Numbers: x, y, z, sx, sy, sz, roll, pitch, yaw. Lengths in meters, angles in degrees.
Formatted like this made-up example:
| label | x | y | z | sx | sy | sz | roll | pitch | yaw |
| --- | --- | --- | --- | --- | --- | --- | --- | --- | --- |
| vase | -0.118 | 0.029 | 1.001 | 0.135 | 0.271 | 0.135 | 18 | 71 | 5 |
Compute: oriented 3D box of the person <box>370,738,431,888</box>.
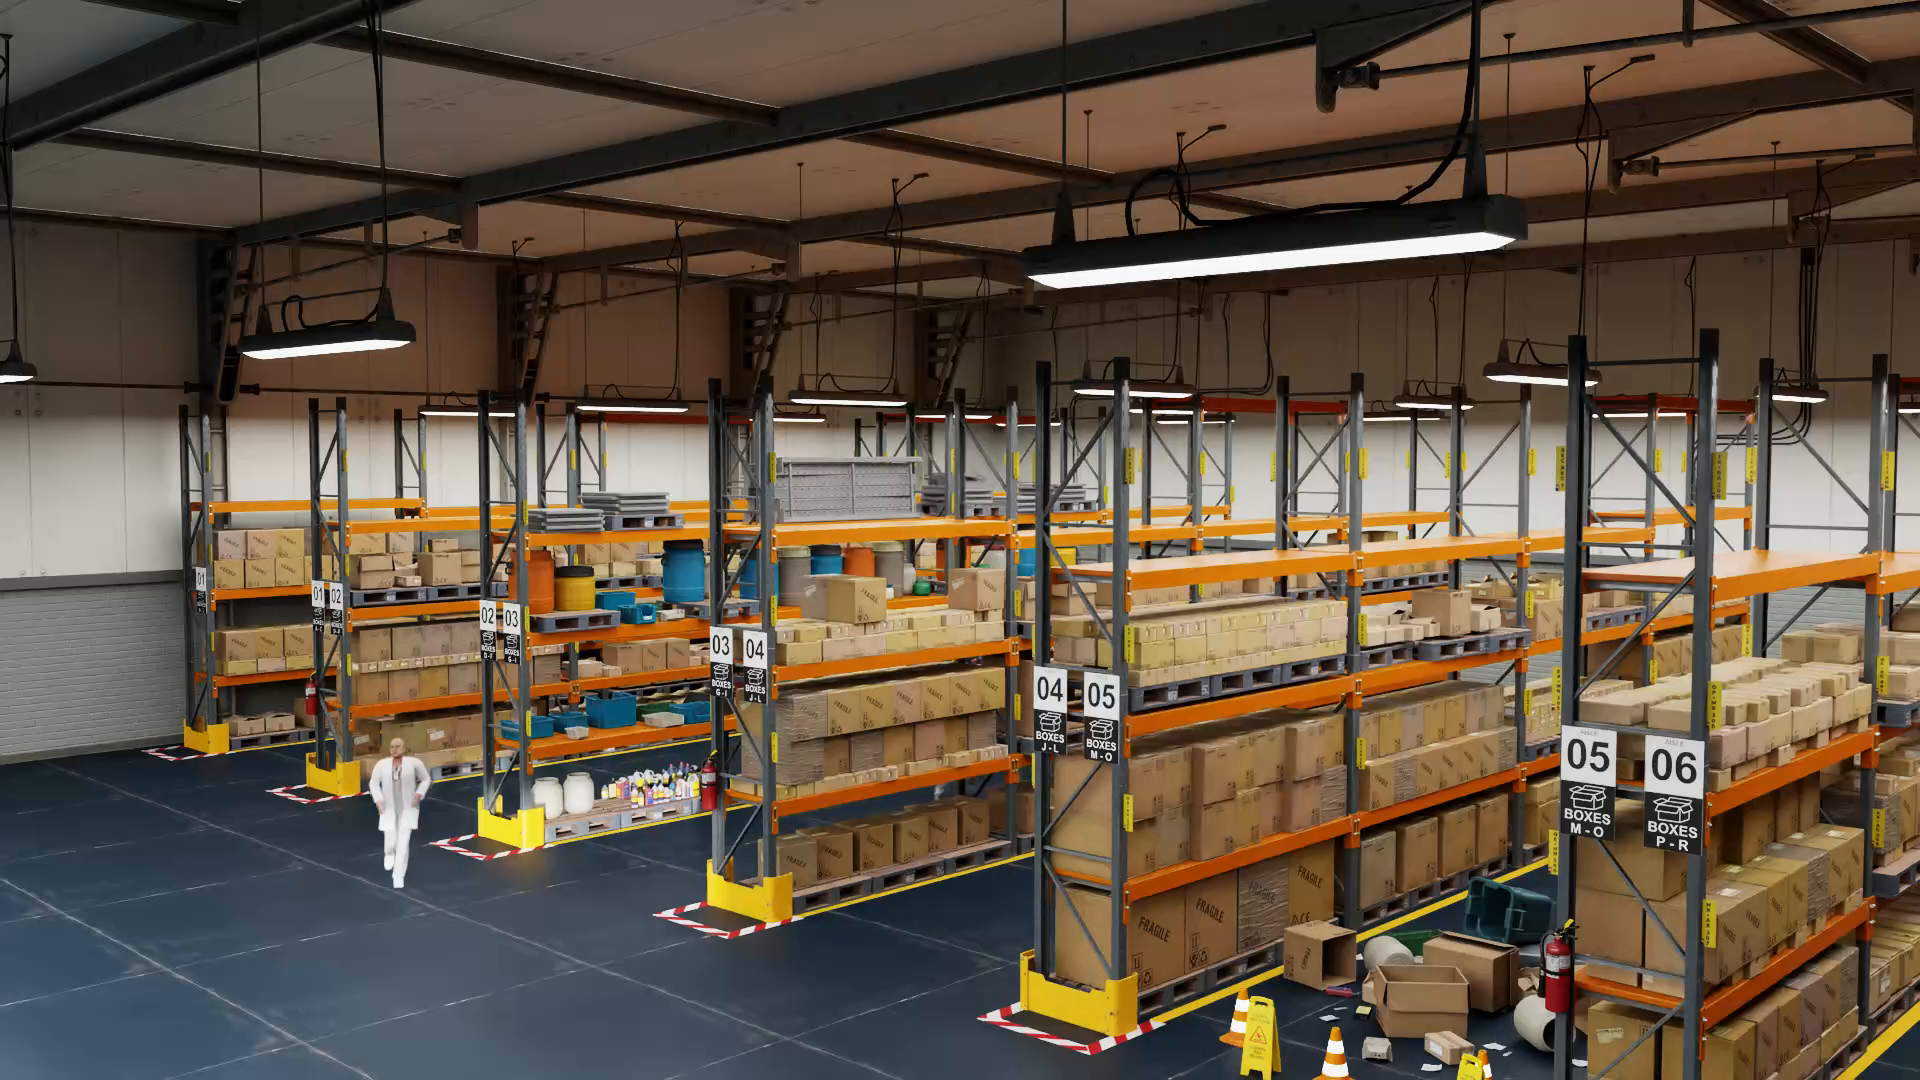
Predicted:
| label | x | y | z | sx | sy | sz | roll | pitch | yaw |
| --- | --- | --- | --- | --- | --- | --- | --- | --- | --- |
| person | -6.735 | 3.246 | 20.030 | 0.712 | 1.759 | 0.735 | -1 | 3 | -12 |

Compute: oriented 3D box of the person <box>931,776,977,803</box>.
| label | x | y | z | sx | sy | sz | roll | pitch | yaw |
| --- | --- | --- | --- | --- | --- | --- | --- | --- | --- |
| person | -0.070 | 3.057 | 24.711 | 0.577 | 1.673 | 1.084 | 2 | 3 | 30 |
